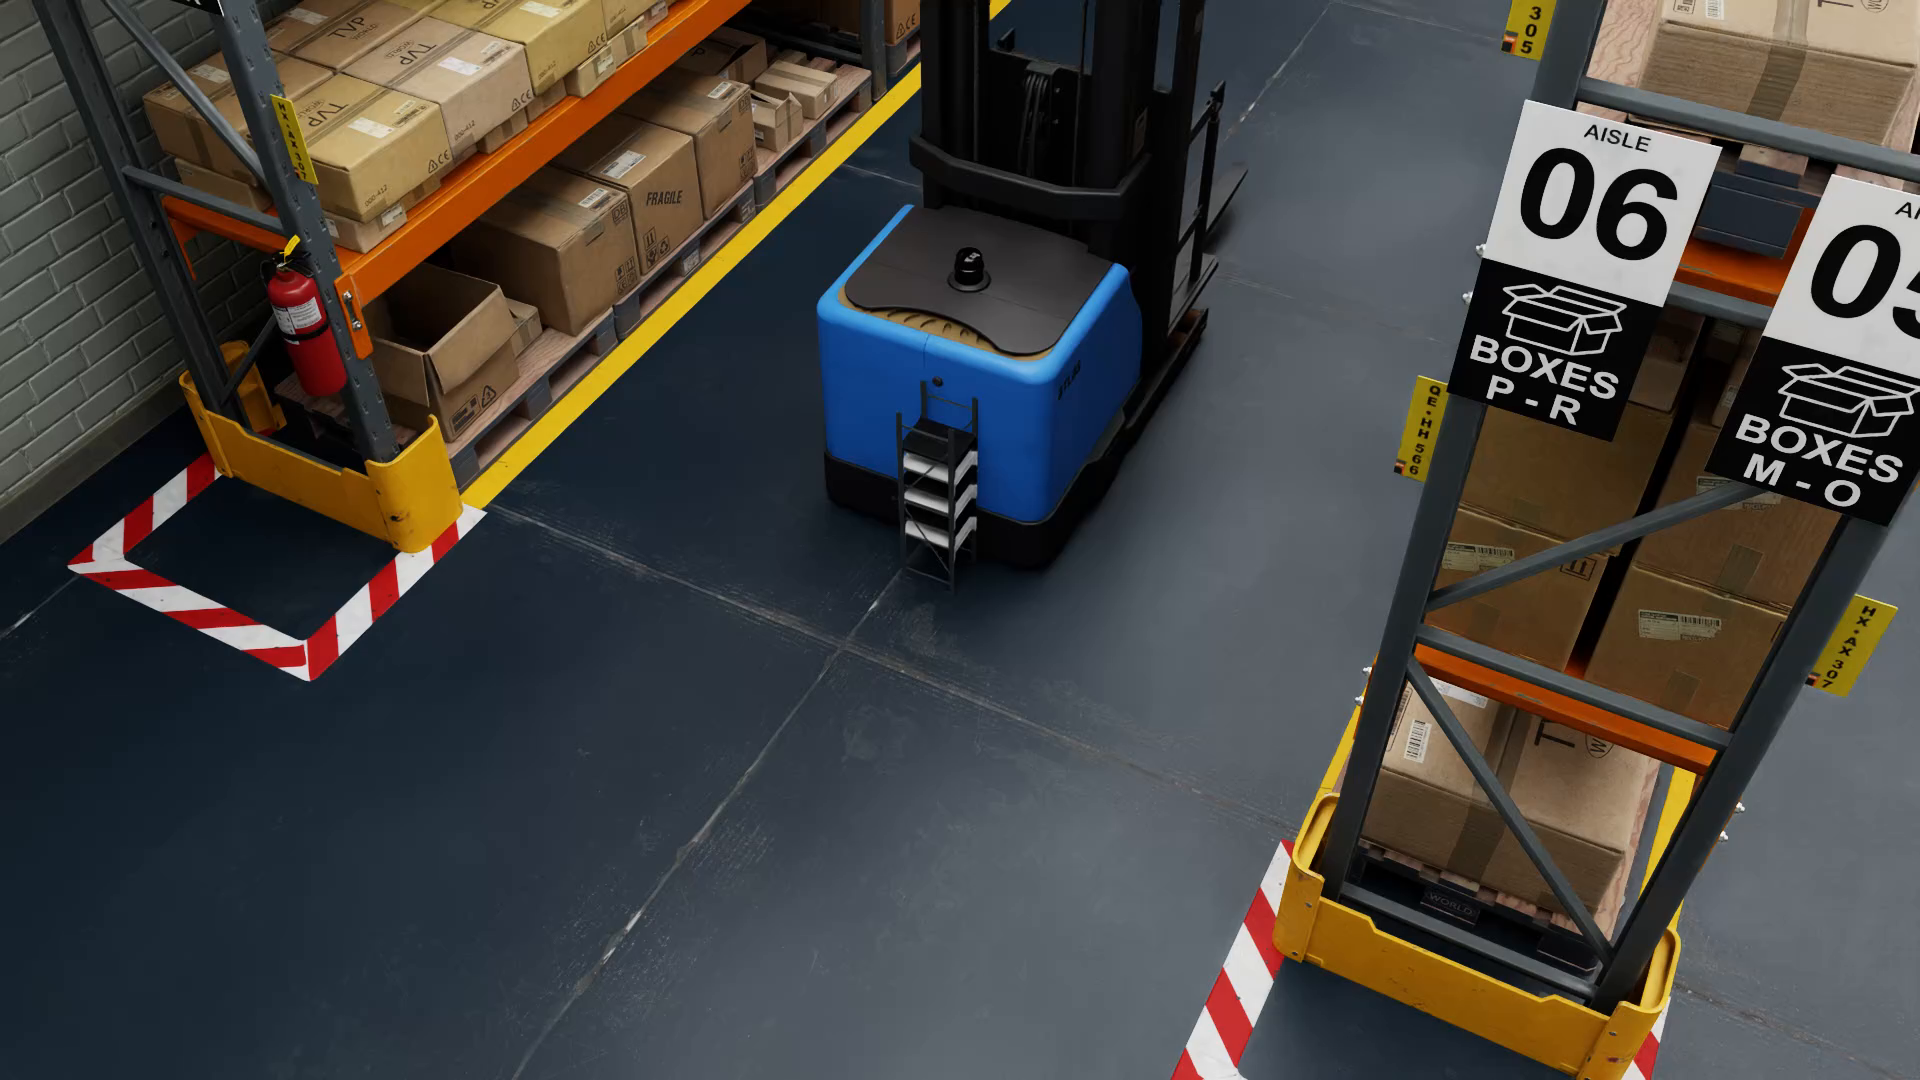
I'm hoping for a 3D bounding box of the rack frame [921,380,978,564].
[{"bbox_3d":[-0.042,-0.257,6.651,0.240,0.900,0.006,19,48,18],"label":"rack frame"}]

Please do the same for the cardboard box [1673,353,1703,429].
[{"bbox_3d":[2.360,-0.521,4.662,0.500,0.500,0.500,19,48,18],"label":"cardboard box"}]

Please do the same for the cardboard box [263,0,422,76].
[{"bbox_3d":[-2.528,-1.988,6.782,0.500,0.250,0.500,21,49,19],"label":"cardboard box"}]

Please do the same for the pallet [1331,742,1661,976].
[{"bbox_3d":[1.953,0.853,6.039,1.003,0.211,1.213,20,49,19],"label":"pallet"}]

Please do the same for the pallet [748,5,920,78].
[{"bbox_3d":[-0.546,-3.299,10.142,1.003,0.211,1.213,20,49,19],"label":"pallet"}]

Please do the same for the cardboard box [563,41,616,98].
[{"bbox_3d":[-1.709,-2.058,7.131,0.380,0.149,0.250,19,48,18],"label":"cardboard box"}]

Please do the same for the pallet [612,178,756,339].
[{"bbox_3d":[-1.775,-1.570,8.434,1.003,0.211,1.213,20,49,19],"label":"pallet"}]

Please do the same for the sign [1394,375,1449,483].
[{"bbox_3d":[1.177,-0.276,4.213,0.100,0.325,0.005,20,49,19],"label":"sign"}]

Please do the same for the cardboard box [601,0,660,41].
[{"bbox_3d":[-1.613,-2.450,7.239,0.500,0.250,0.500,19,48,18],"label":"cardboard box"}]

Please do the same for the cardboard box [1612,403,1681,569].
[{"bbox_3d":[2.339,-0.169,5.017,0.500,0.500,0.500,20,49,19],"label":"cardboard box"}]

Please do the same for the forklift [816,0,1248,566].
[{"bbox_3d":[0.530,-1.977,6.923,1.130,2.935,3.031,19,48,18],"label":"forklift"}]

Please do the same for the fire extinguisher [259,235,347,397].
[{"bbox_3d":[-2.406,-0.831,6.059,0.296,0.674,0.183,20,49,19],"label":"fire extinguisher"}]

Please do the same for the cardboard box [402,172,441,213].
[{"bbox_3d":[-2.274,-1.438,6.519,0.380,0.149,0.250,22,49,20],"label":"cardboard box"}]

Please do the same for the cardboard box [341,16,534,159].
[{"bbox_3d":[-2.064,-1.801,6.597,0.500,0.250,0.500,21,49,19],"label":"cardboard box"}]

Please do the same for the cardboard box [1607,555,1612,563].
[{"bbox_3d":[1.887,-0.336,5.182,0.500,0.500,0.500,19,48,18],"label":"cardboard box"}]

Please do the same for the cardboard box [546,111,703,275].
[{"bbox_3d":[-1.614,-1.683,8.047,0.500,0.500,0.500,21,49,20],"label":"cardboard box"}]

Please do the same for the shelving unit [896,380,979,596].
[{"bbox_3d":[-0.087,-0.192,6.587,0.258,0.900,0.210,19,48,18],"label":"shelving unit"}]

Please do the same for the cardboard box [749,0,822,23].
[{"bbox_3d":[-0.924,-3.430,9.773,0.500,0.500,0.500,20,49,19],"label":"cardboard box"}]

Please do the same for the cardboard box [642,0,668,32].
[{"bbox_3d":[-1.546,-2.416,7.485,0.380,0.149,0.250,20,49,19],"label":"cardboard box"}]

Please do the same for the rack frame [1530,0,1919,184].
[{"bbox_3d":[1.651,-1.707,2.390,1.000,3.000,0.127,20,49,19],"label":"rack frame"}]

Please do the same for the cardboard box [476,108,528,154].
[{"bbox_3d":[-2.011,-1.754,6.831,0.380,0.149,0.250,22,49,20],"label":"cardboard box"}]

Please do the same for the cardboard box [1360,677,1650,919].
[{"bbox_3d":[1.869,0.706,5.729,0.875,0.438,0.875,19,48,18],"label":"cardboard box"}]

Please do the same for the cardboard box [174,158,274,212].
[{"bbox_3d":[-2.831,-1.444,6.524,0.380,0.149,0.250,20,49,19],"label":"cardboard box"}]

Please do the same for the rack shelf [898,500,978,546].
[{"bbox_3d":[-0.087,-0.105,6.675,0.258,0.077,0.200,19,48,18],"label":"rack shelf"}]

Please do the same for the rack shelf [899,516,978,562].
[{"bbox_3d":[-0.087,-0.042,6.739,0.258,0.077,0.200,19,48,18],"label":"rack shelf"}]

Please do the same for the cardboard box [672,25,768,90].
[{"bbox_3d":[-1.406,-2.619,9.104,0.500,0.311,0.500,22,49,20],"label":"cardboard box"}]

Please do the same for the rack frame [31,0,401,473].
[{"bbox_3d":[-2.747,-1.234,6.141,1.000,3.000,0.127,20,49,19],"label":"rack frame"}]

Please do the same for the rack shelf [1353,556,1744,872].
[{"bbox_3d":[2.580,-0.605,6.025,1.077,0.370,4.000,20,49,19],"label":"rack shelf"}]

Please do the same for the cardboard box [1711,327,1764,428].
[{"bbox_3d":[2.061,-0.345,4.032,0.380,0.149,0.250,21,49,20],"label":"cardboard box"}]

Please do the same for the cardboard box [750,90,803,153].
[{"bbox_3d":[-1.054,-2.268,8.789,0.396,0.266,0.258,22,49,20],"label":"cardboard box"}]

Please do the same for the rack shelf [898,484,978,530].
[{"bbox_3d":[-0.087,-0.169,6.611,0.258,0.077,0.200,19,48,18],"label":"rack shelf"}]

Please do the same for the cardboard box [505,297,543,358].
[{"bbox_3d":[-2.147,-0.989,7.607,0.380,0.149,0.250,19,48,18],"label":"cardboard box"}]

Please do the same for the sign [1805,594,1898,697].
[{"bbox_3d":[2.140,0.257,4.003,0.100,0.325,0.005,20,49,19],"label":"sign"}]

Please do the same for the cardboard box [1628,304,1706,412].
[{"bbox_3d":[1.641,-0.505,4.190,0.380,0.149,0.250,21,49,20],"label":"cardboard box"}]

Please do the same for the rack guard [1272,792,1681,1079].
[{"bbox_3d":[1.640,1.296,5.398,1.175,0.500,0.348,20,49,19],"label":"rack guard"}]

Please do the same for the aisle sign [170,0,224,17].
[{"bbox_3d":[-2.518,-2.008,5.078,0.394,0.787,0.004,20,49,19],"label":"aisle sign"}]

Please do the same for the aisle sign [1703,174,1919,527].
[{"bbox_3d":[1.875,-0.371,3.459,0.394,0.787,0.004,20,49,19],"label":"aisle sign"}]
